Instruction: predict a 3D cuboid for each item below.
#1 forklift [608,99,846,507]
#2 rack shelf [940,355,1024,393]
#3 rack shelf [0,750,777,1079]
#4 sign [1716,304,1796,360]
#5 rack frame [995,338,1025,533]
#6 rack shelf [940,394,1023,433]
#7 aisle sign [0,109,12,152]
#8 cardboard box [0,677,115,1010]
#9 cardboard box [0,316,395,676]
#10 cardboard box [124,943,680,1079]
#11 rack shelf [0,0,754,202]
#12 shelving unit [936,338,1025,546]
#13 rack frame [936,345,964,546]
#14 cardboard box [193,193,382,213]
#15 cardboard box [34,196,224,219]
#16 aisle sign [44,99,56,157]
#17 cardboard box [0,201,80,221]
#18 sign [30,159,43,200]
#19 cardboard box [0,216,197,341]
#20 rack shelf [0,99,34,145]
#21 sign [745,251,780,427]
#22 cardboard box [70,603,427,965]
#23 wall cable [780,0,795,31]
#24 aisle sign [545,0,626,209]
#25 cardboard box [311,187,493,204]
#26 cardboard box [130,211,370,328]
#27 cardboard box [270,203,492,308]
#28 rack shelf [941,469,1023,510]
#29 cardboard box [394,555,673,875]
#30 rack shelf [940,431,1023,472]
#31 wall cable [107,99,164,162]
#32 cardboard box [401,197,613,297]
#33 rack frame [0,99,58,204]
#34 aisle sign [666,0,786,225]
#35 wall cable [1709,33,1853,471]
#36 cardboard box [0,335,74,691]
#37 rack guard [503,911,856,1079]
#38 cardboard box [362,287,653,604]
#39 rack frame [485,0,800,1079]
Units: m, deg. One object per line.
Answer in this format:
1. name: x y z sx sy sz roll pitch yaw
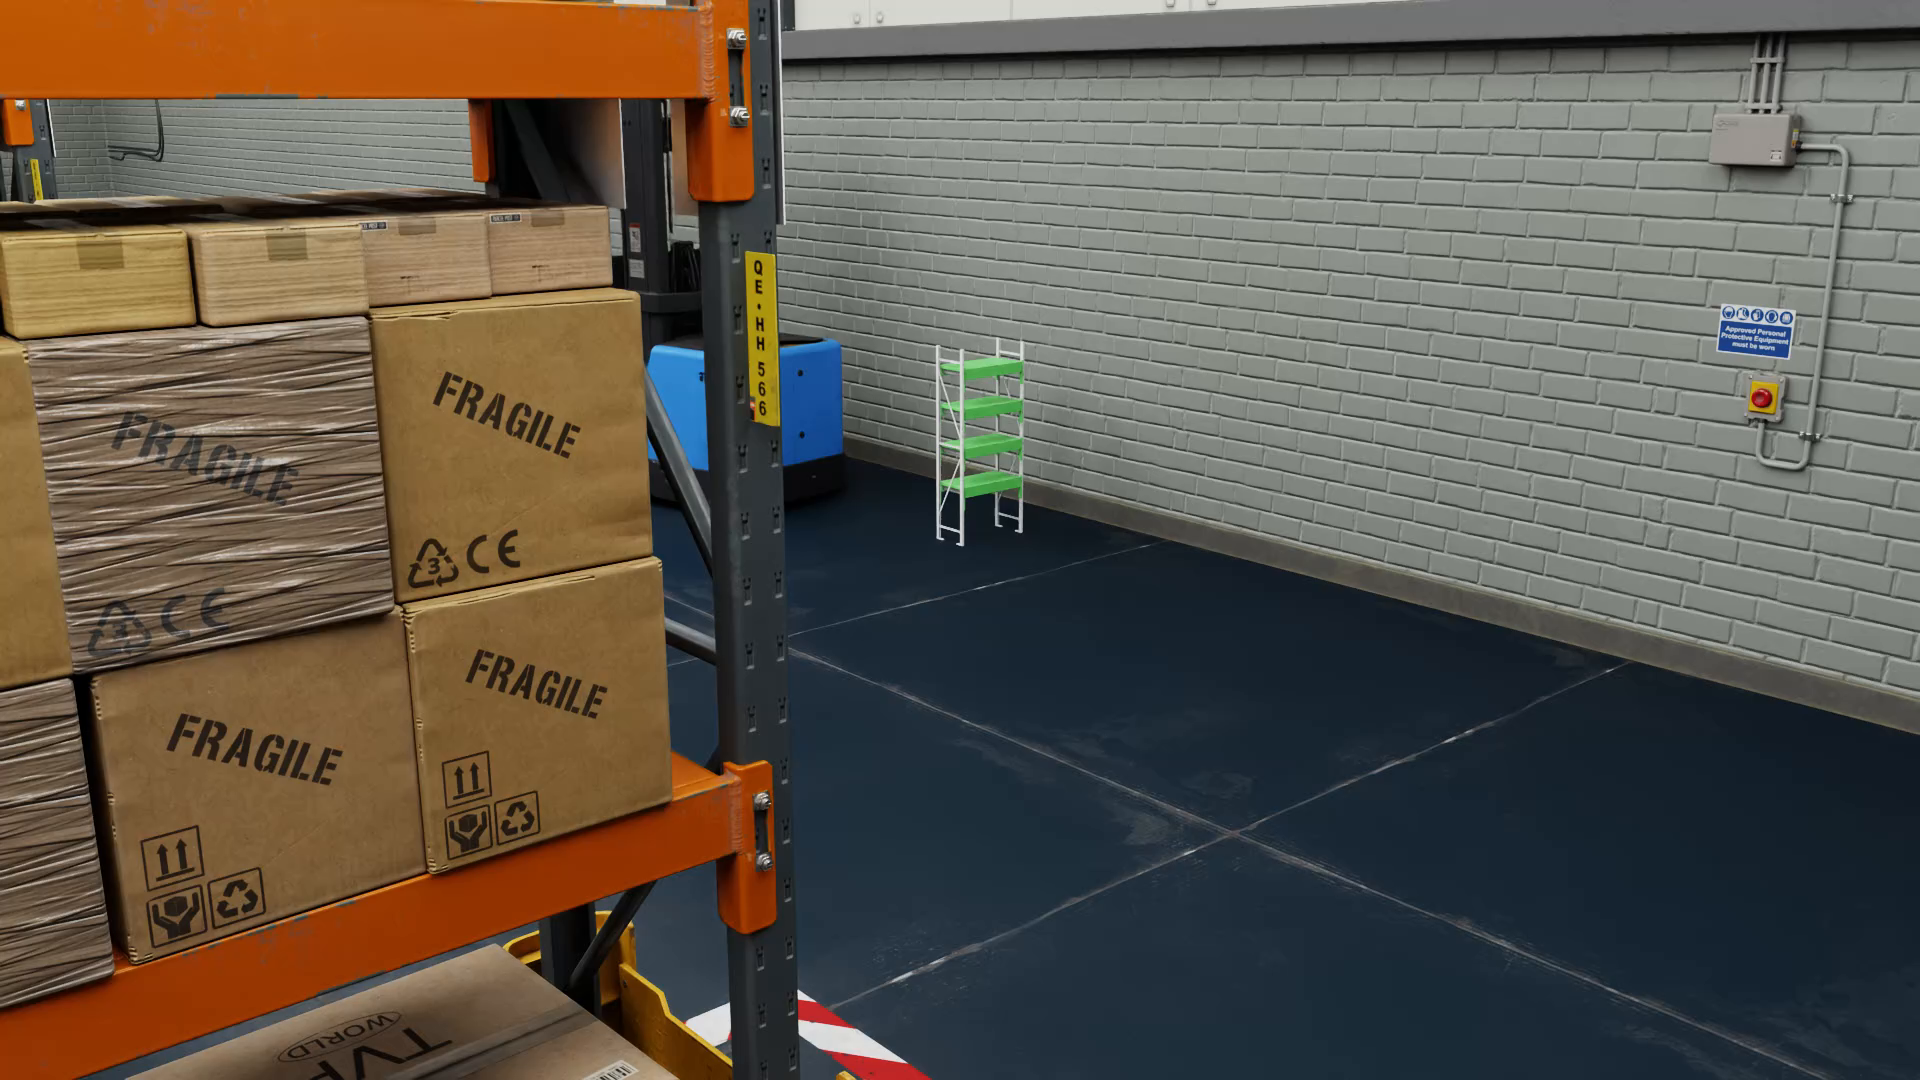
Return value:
1. forklift: -2.226 -1.864 11.548 3.031 2.935 1.130 12 19 39
2. rack shelf: 0.125 -1.010 10.093 0.480 0.148 0.258 -13 19 -39
3. rack shelf: -2.232 0.870 2.573 4.000 0.370 1.077 -13 19 -39
4. sign: 3.530 -0.926 7.381 0.001 0.218 0.327 -13 19 -39
5. rack frame: 0.309 -0.649 10.355 0.015 1.200 0.240 -13 19 -39
6. rack shelf: 0.125 -0.778 10.155 0.480 0.148 0.258 -13 19 -39
7. aisle sign: -4.191 -2.089 7.222 0.004 0.787 0.394 -13 19 -39
8. cardboard box: -1.683 0.440 2.596 0.500 0.500 0.500 -12 19 -38
9. cardboard box: -1.306 -0.125 2.774 0.500 0.500 0.500 -13 19 -39
10. cardboard box: -1.155 1.350 3.534 0.875 0.438 0.875 -14 20 -41
11. rack shelf: -2.232 -0.579 2.186 4.000 0.370 1.077 -13 19 -39
12. shelving unit: 0.125 -0.608 10.200 0.503 1.200 0.258 -13 19 -39
13. rack frame: -0.059 -0.566 10.045 0.015 1.200 0.240 -13 19 -39
14. cardboard box: -1.324 -0.596 3.281 0.250 0.149 0.380 -12 19 -38
15. cardboard box: -1.595 -0.575 3.200 0.250 0.149 0.380 -12 19 -38
16. aisle sign: -3.797 -1.972 6.784 0.004 0.787 0.394 -13 19 -39
17. cardboard box: -1.782 -0.526 3.020 0.250 0.149 0.380 -13 20 -41
18. sign: -3.700 -1.363 6.685 0.005 0.325 0.100 -13 19 -39
19. cardboard box: -1.395 -0.418 2.616 0.250 0.149 0.380 -12 19 -38
20. rack shelf: -5.558 -1.525 5.730 4.000 0.370 1.077 -13 19 -39
21. sign: -0.377 -0.382 3.164 0.005 0.325 0.100 -13 19 -39
22. cardboard box: -1.302 0.351 2.929 0.500 0.500 0.500 -13 20 -41
23. wall cable: -0.700 -6.485 10.856 0.120 5.999 2.277 -13 19 -39
24. aisle sign: -0.859 -1.141 3.670 0.004 0.787 0.394 -13 19 -39
25. cardboard box: -1.173 -0.654 3.500 0.250 0.149 0.380 -12 19 -38
26. cardboard box: -1.178 -0.453 2.746 0.250 0.149 0.380 -13 20 -40
27. cardboard box: -1.038 -0.513 2.971 0.250 0.149 0.380 -12 19 -38
28. rack shelf: 0.125 -0.314 10.279 0.480 0.148 0.258 -13 19 -39
29. cardboard box: -0.913 0.269 3.237 0.500 0.500 0.500 -13 19 -39
30. rack shelf: 0.125 -0.546 10.217 0.480 0.148 0.258 -13 19 -39
31. wall cable: -12.482 -6.925 24.755 0.112 2.526 3.097 -13 19 -39
32. cardboard box: -0.862 -0.561 3.149 0.250 0.149 0.380 -12 19 -39
33. rack frame: -4.049 -0.763 7.292 0.127 3.000 1.000 -13 19 -39
34. aisle sign: -0.465 -1.024 3.233 0.004 0.787 0.394 -13 19 -39
35. wall cable: 3.515 -1.282 7.206 0.123 1.953 0.585 -13 19 -39
36. cardboard box: -1.681 -0.042 2.463 0.500 0.500 0.500 -13 20 -40
37. rack guard: -0.705 1.388 4.086 0.348 0.500 1.175 -13 19 -39
38. cardboard box: -0.931 -0.219 3.127 0.500 0.500 0.500 -12 19 -38
39. rack frame: -0.721 0.185 3.746 0.053 2.616 0.949 -13 19 -39
